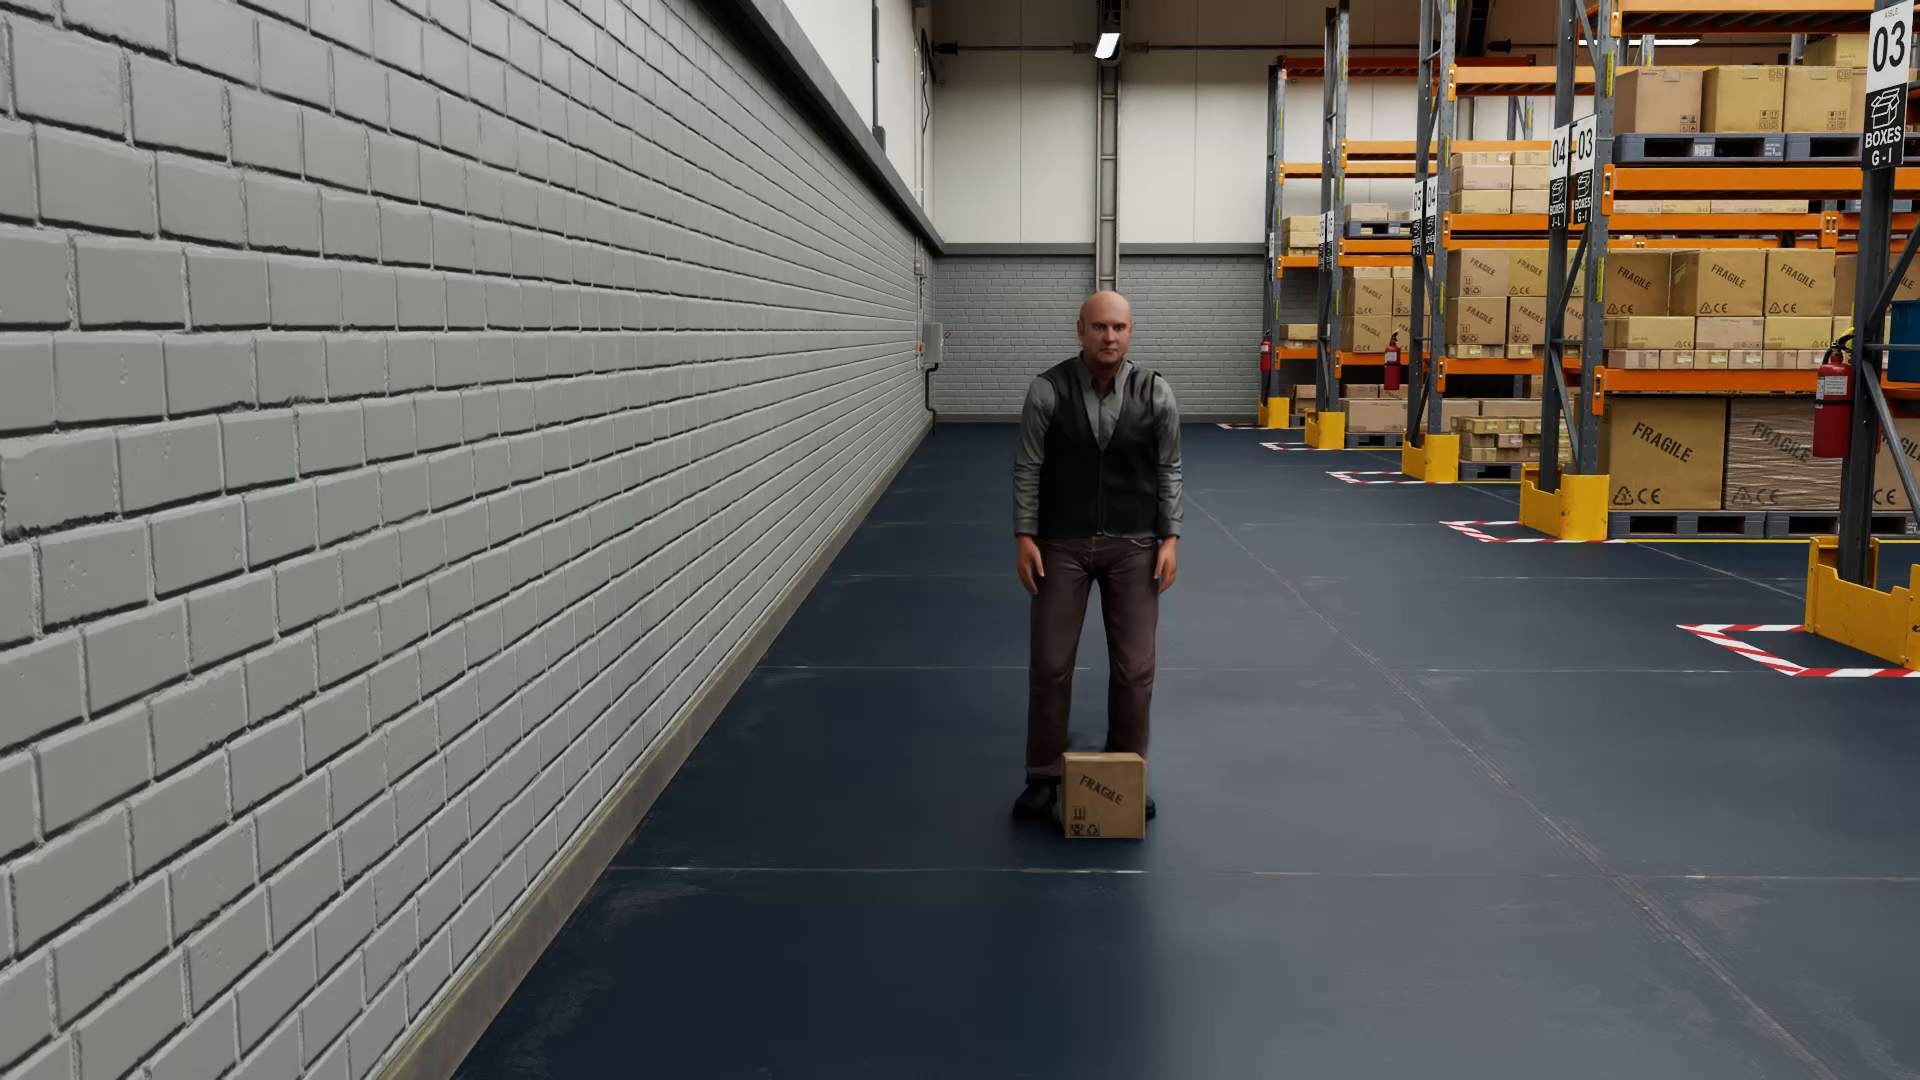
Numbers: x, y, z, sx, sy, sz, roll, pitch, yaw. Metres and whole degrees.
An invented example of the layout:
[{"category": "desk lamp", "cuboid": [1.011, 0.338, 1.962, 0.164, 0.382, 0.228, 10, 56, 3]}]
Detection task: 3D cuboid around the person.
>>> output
[{"category": "person", "cuboid": [0.456, 0.092, 5.540, 0.570, 1.619, 0.421, 0, 7, 0]}]
